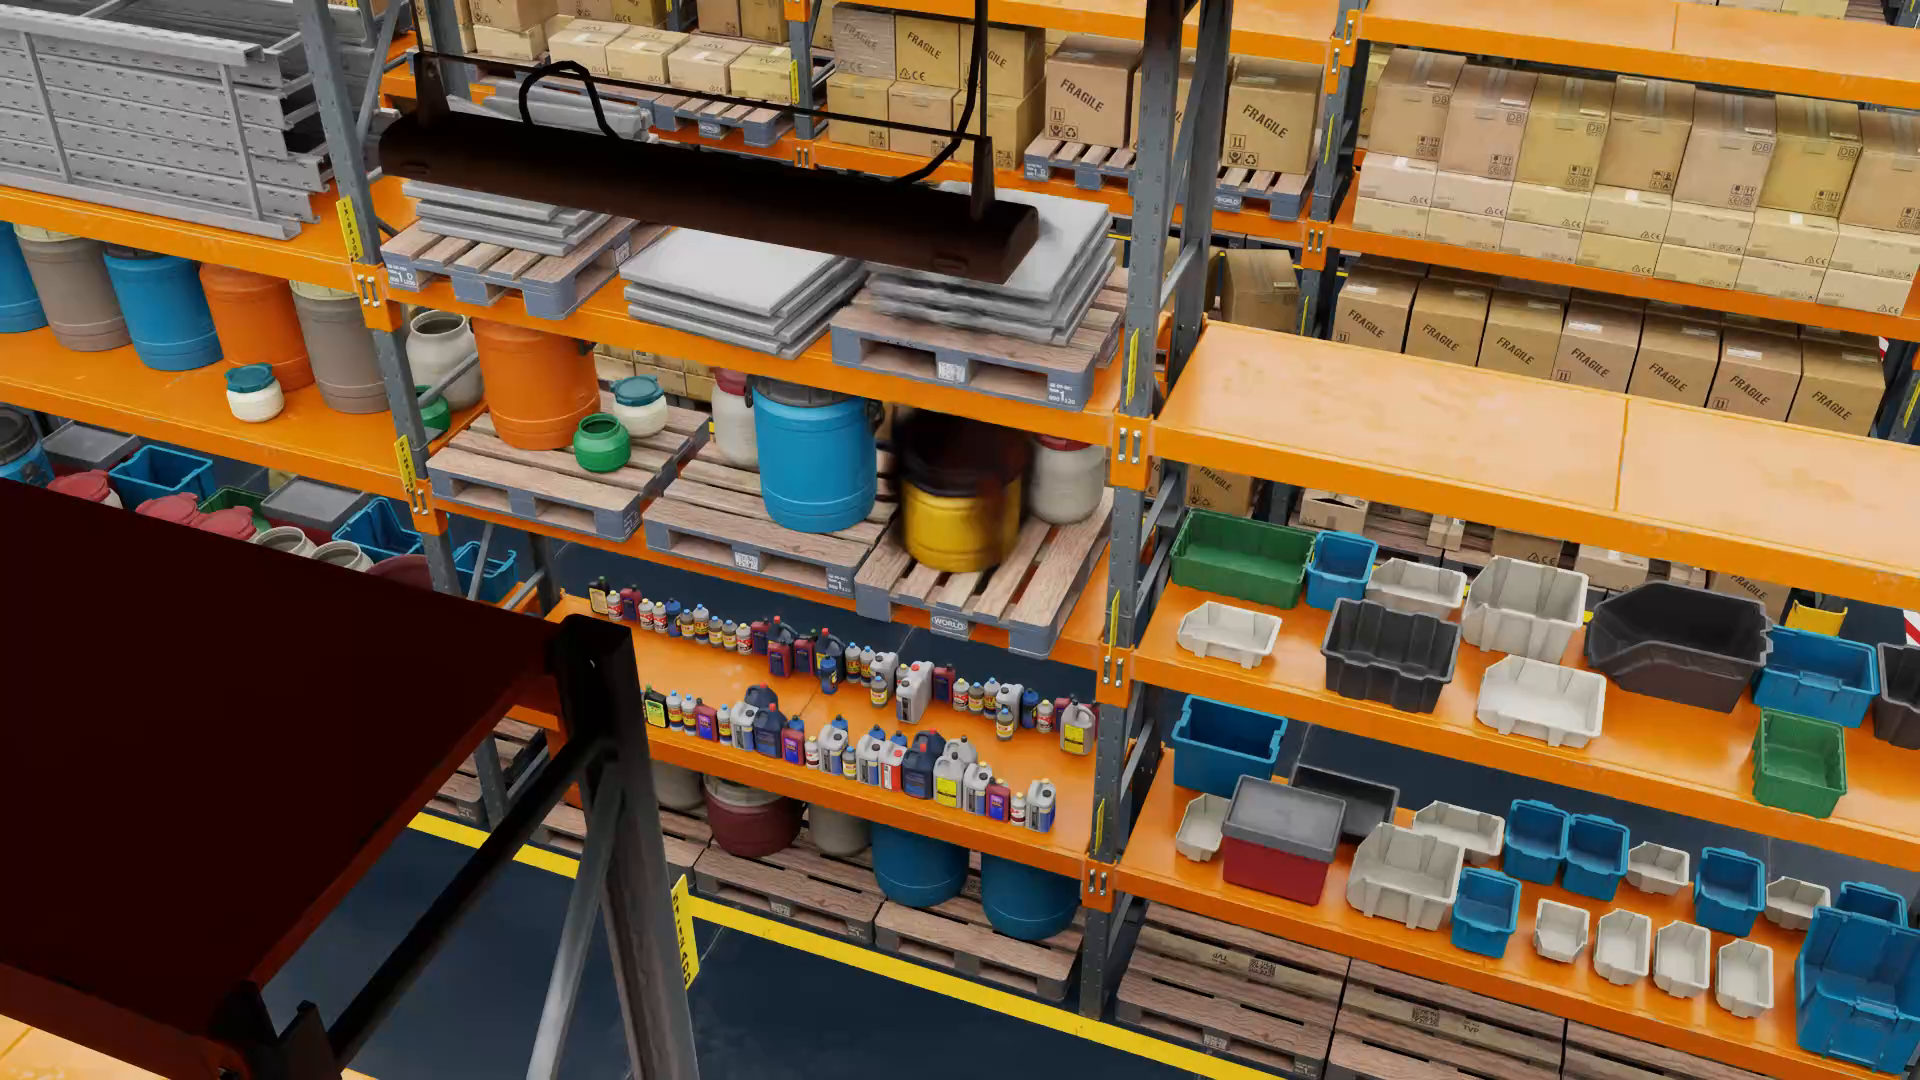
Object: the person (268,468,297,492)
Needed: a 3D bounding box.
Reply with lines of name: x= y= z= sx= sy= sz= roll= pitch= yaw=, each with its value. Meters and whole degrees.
person: x=-4.767 y=-0.231 z=12.306 sx=0.577 sy=1.621 sz=0.871 roll=-18 pitch=40 yaw=-23
